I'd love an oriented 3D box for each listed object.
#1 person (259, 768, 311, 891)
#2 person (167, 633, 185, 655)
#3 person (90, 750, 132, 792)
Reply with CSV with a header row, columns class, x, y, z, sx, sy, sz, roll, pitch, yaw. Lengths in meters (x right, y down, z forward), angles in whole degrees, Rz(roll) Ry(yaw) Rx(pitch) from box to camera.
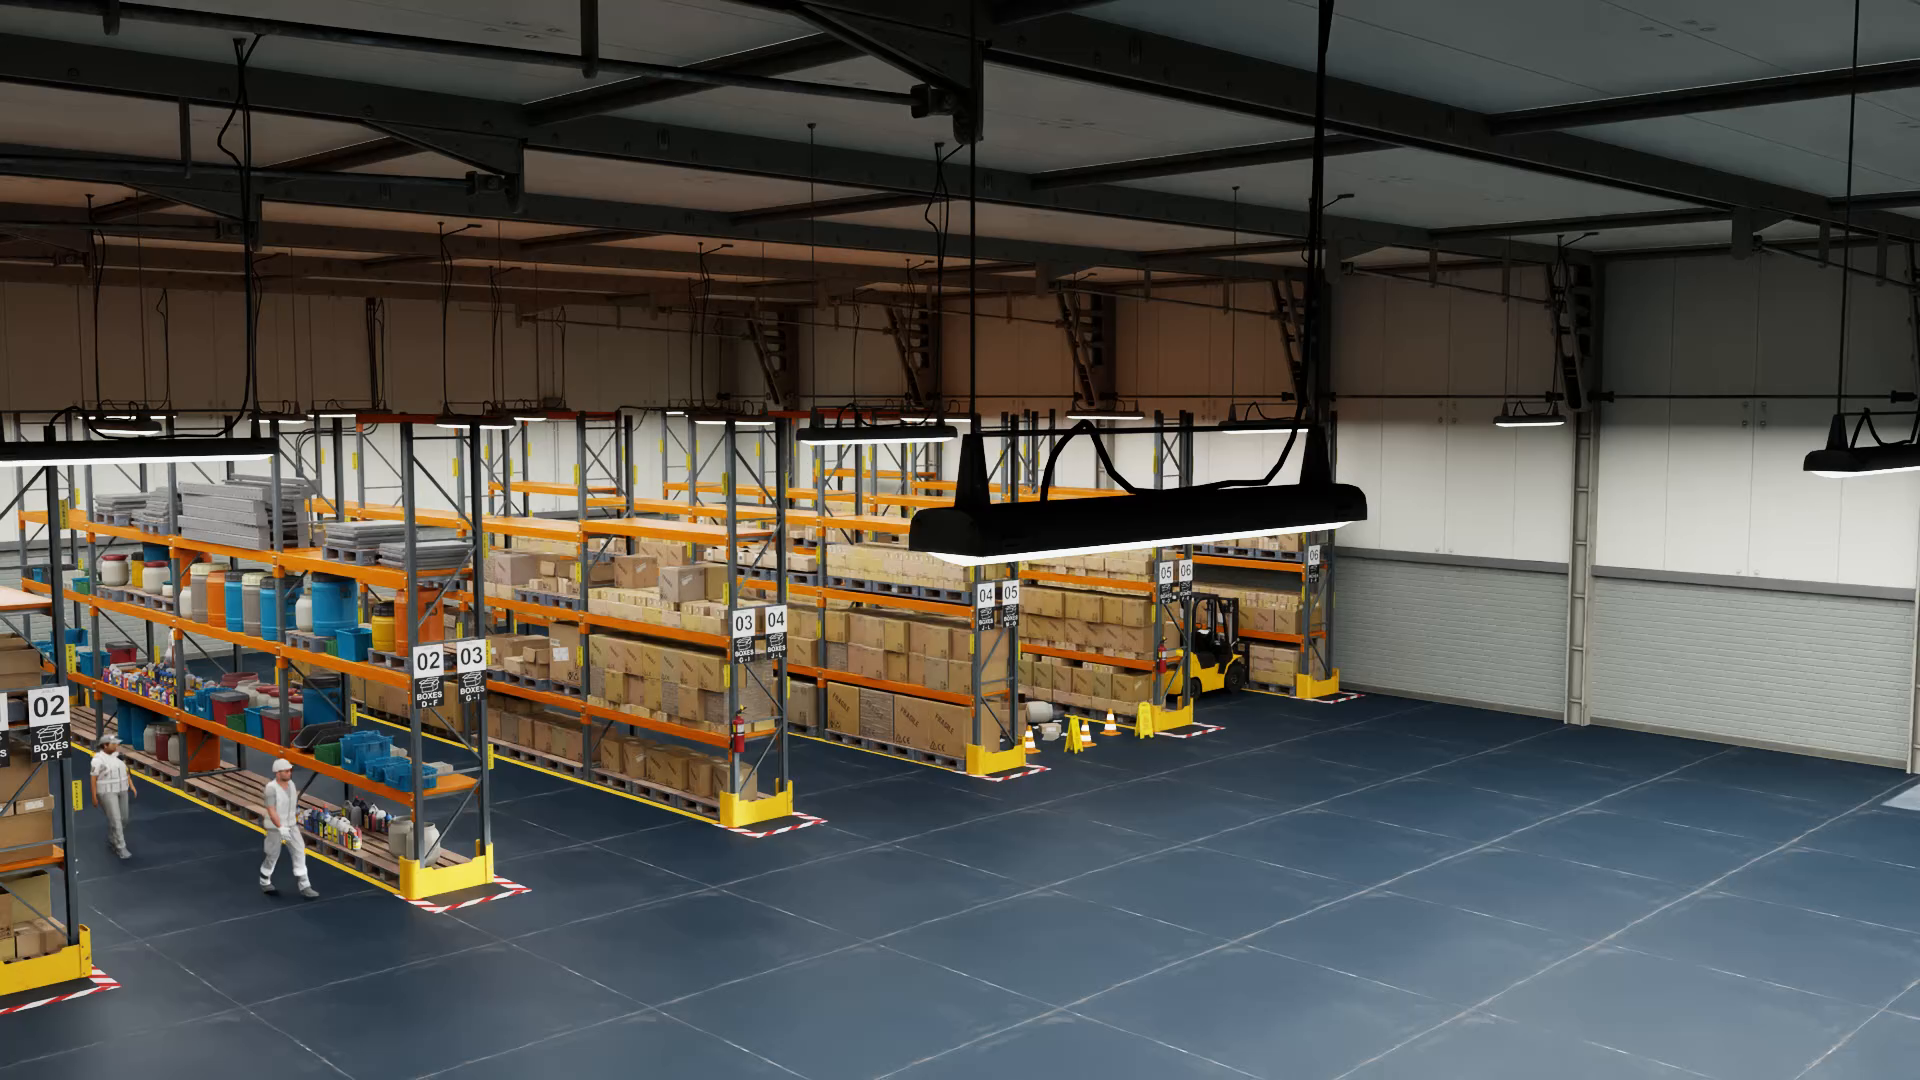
class,x,y,z,sx,sy,sz,roll,pitch,yaw
person,-8.569,3.621,21.032,0.823,1.637,0.522,3,6,29
person,-16.443,2.064,34.898,0.394,0.825,0.365,3,6,28
person,-11.781,3.212,23.076,0.359,0.582,0.497,2,5,23
